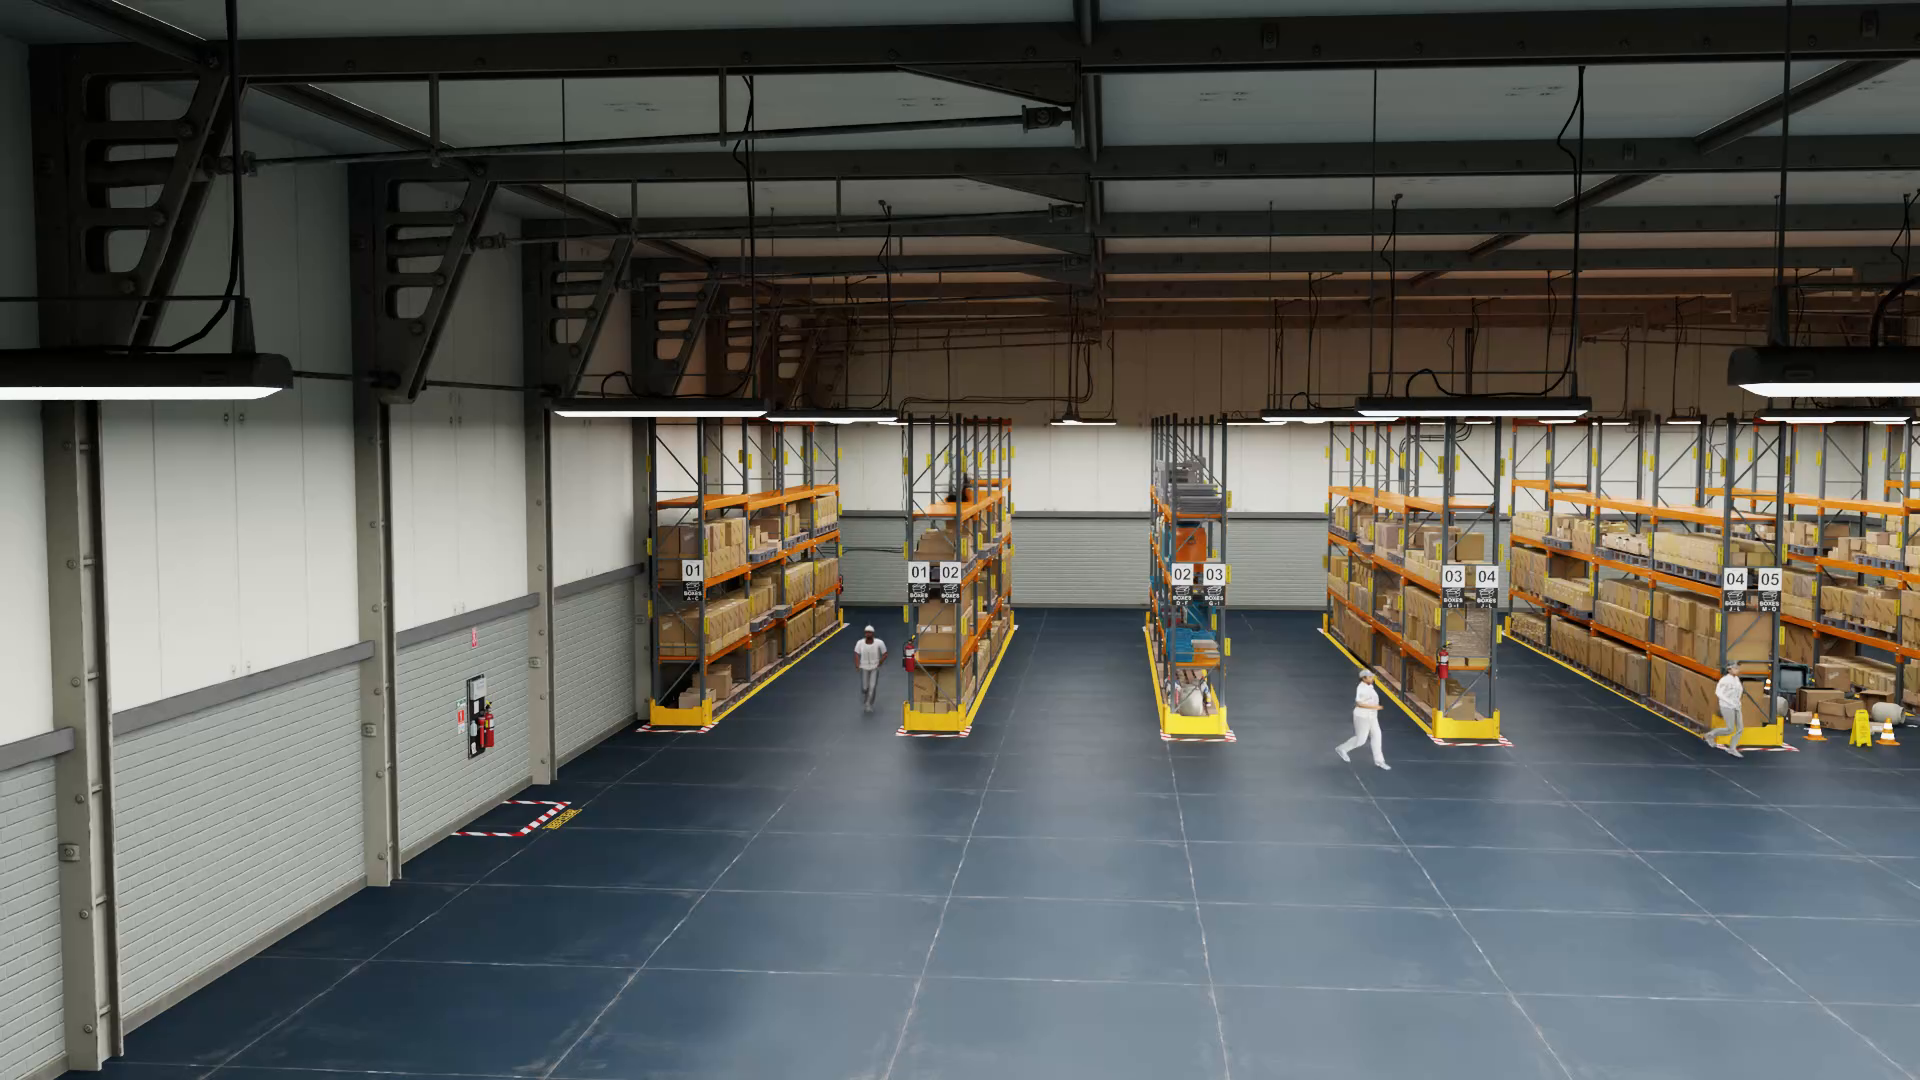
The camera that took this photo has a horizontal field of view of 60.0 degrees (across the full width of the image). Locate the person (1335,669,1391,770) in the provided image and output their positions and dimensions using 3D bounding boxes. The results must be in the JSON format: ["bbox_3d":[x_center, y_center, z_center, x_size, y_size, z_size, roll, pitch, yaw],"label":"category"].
[{"bbox_3d":[6.806,3.008,28.013,0.923,1.680,0.607,2,5,33],"label":"person"}]

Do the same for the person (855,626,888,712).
[{"bbox_3d":[-1.803,2.598,33.712,0.691,1.734,0.632,0,4,4],"label":"person"}]

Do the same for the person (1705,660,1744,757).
[{"bbox_3d":[13.458,2.938,29.182,0.636,1.695,0.660,-3,5,-34],"label":"person"}]
